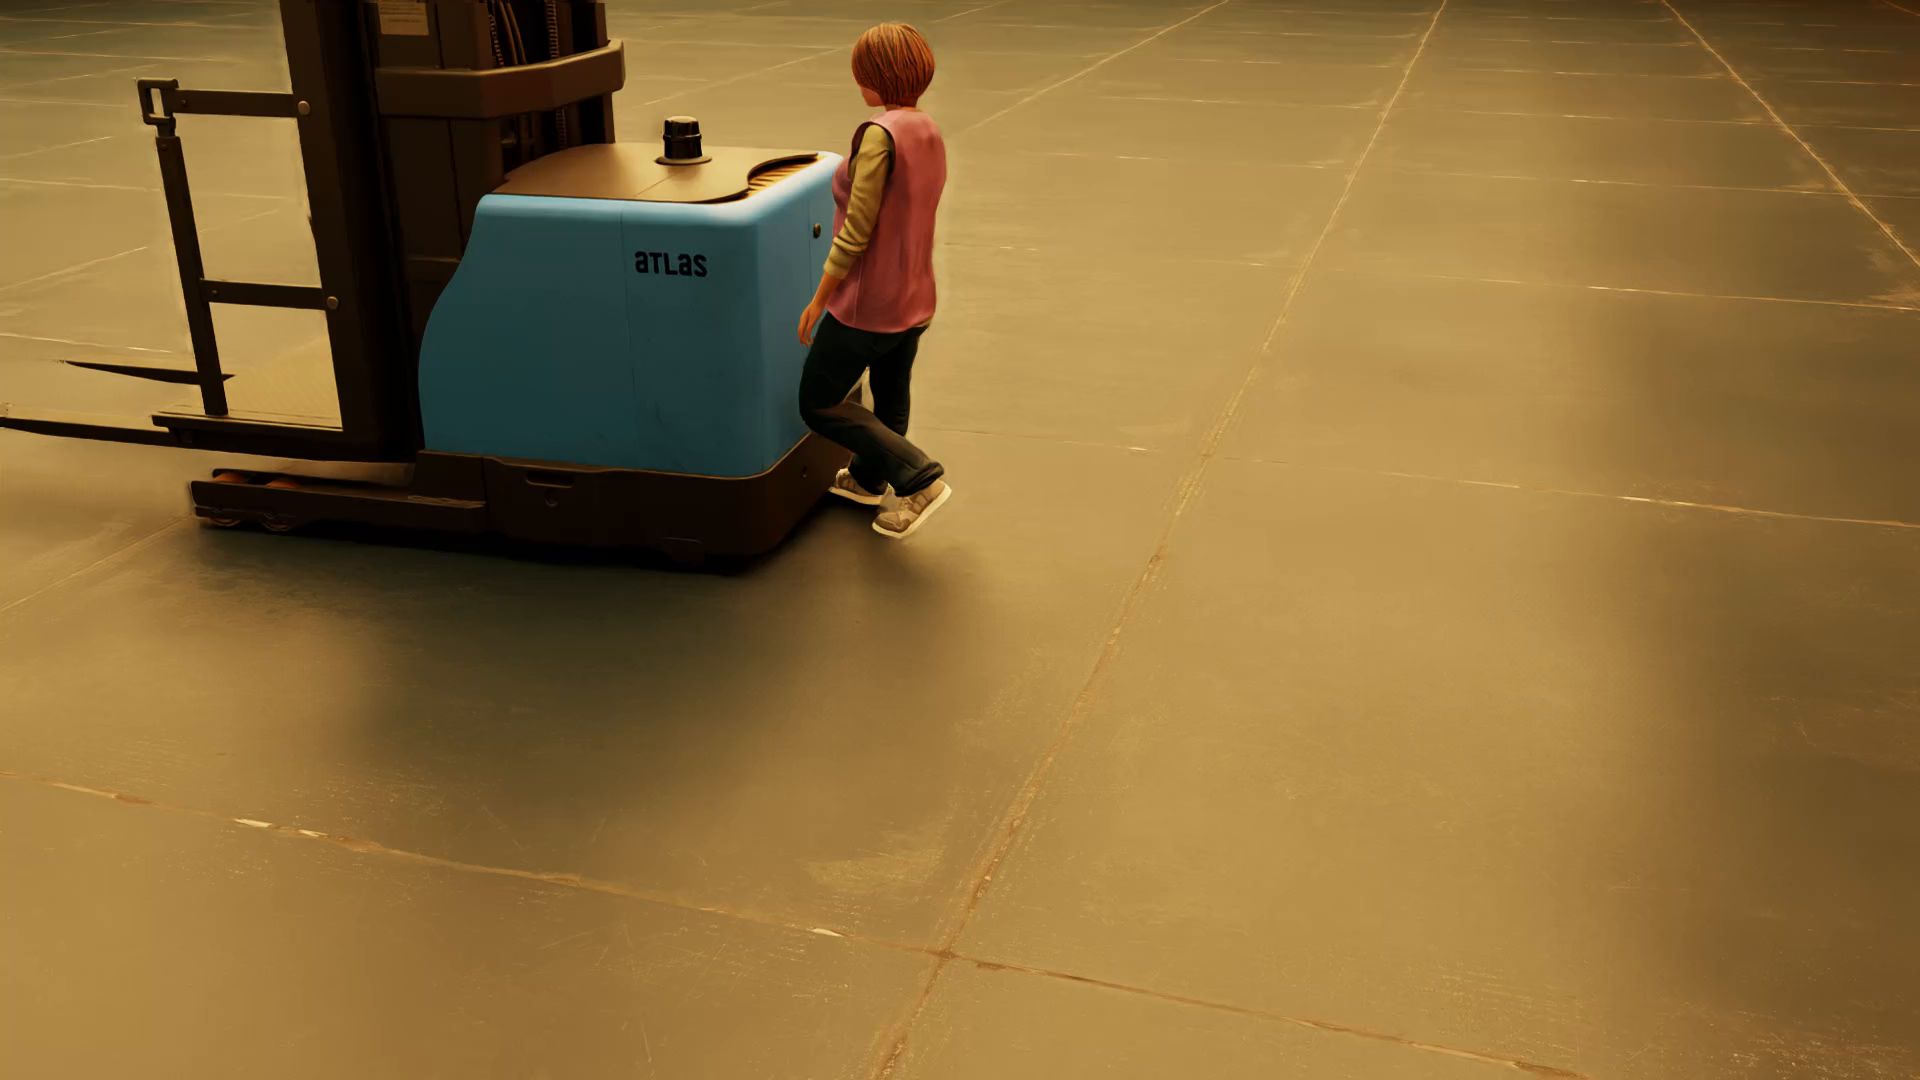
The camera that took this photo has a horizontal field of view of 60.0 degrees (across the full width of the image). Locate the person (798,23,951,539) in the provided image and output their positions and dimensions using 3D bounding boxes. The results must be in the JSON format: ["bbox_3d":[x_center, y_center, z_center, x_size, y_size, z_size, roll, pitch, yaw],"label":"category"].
[{"bbox_3d":[-0.332,-0.730,4.869,0.634,1.522,0.593,12,25,27],"label":"person"}]

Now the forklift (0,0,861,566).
[{"bbox_3d":[-1.907,-1.567,5.075,3.031,2.935,1.130,6,23,13],"label":"forklift"}]
